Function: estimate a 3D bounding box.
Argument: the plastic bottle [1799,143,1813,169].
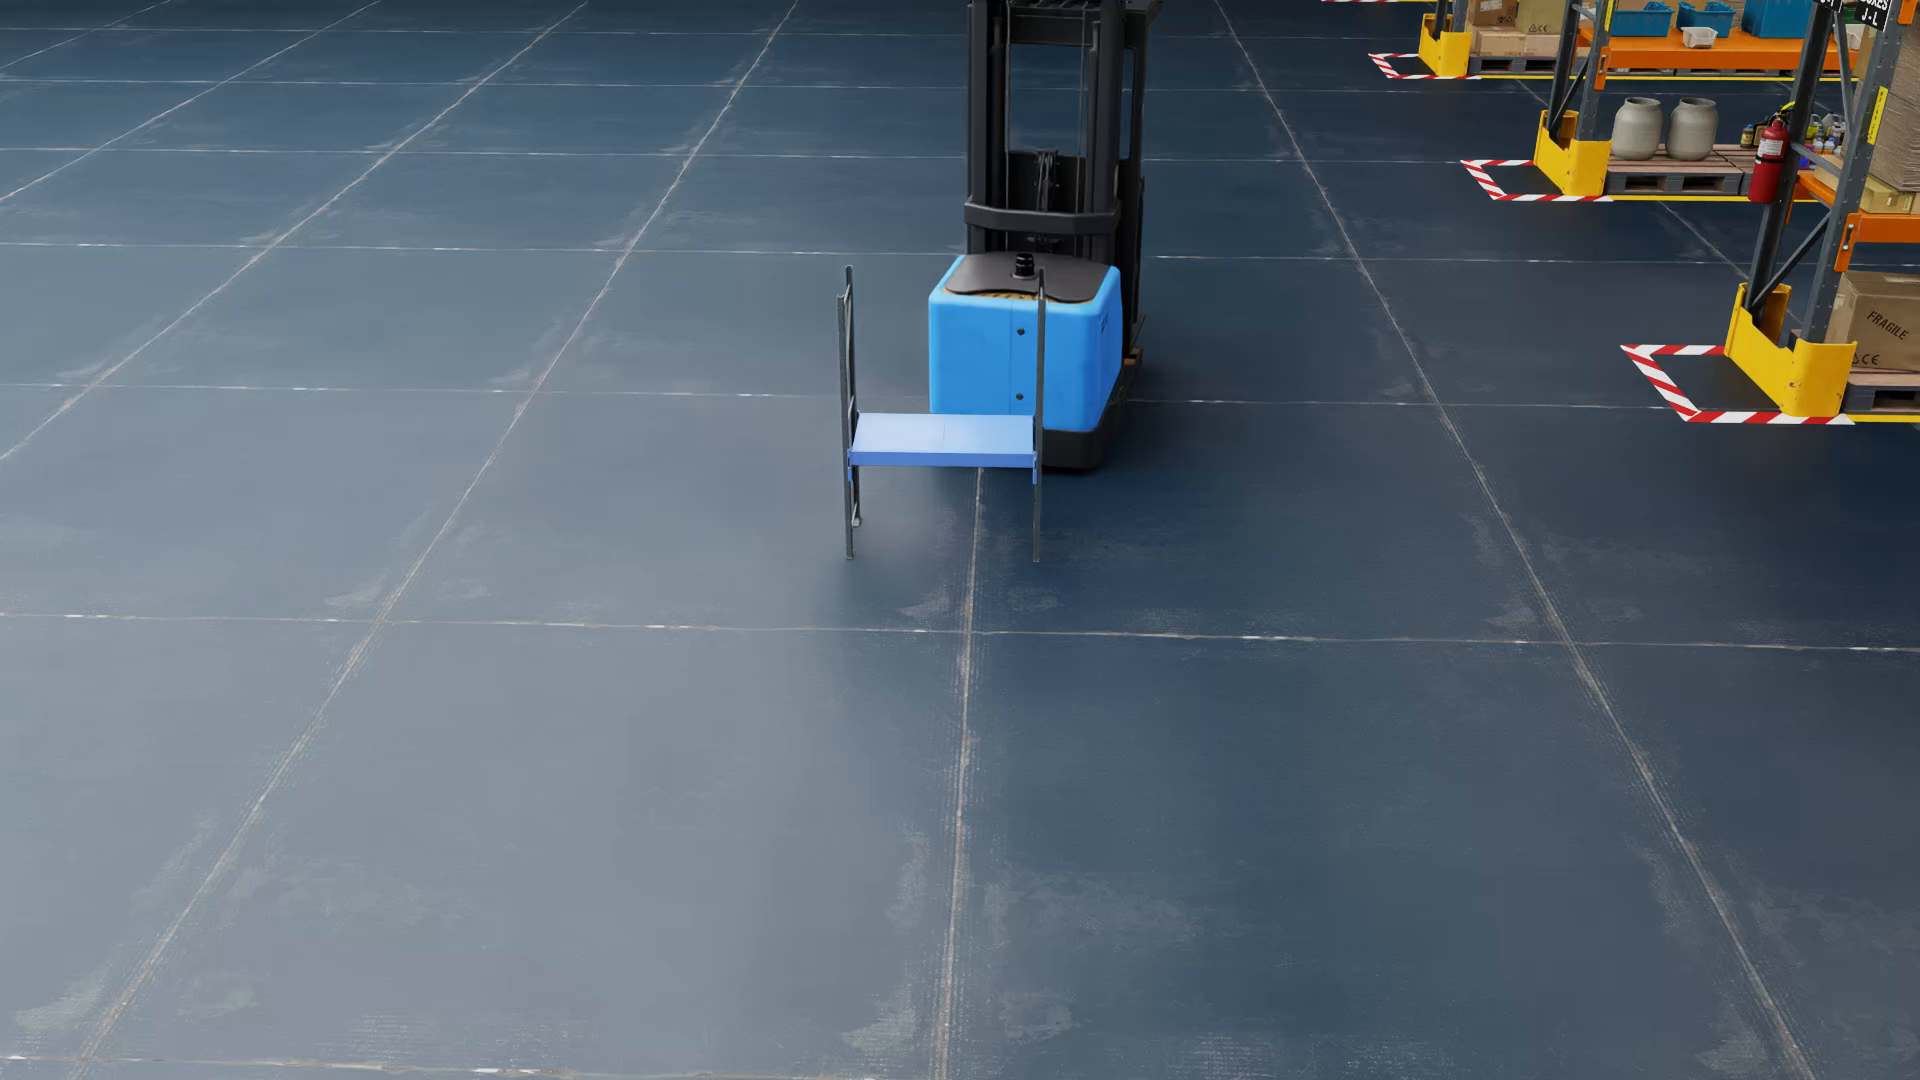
[{"bbox_3d":[7.669,-3.518,15.115,0.133,0.283,0.061,1,28,3],"label":"plastic bottle"}]

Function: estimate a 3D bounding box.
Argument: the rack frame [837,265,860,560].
[{"bbox_3d":[-0.593,-0.672,8.917,0.032,1.500,0.500,1,28,2],"label":"rack frame"}]

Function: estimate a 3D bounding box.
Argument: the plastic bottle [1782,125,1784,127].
[{"bbox_3d":[7.741,-3.815,15.674,0.133,0.283,0.061,1,28,2],"label":"plastic bottle"}]

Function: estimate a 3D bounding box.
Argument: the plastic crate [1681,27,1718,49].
[{"bbox_3d":[6.525,-4.430,14.687,0.250,0.136,0.298,1,28,2],"label":"plastic crate"}]

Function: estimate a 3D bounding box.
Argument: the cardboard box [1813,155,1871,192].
[{"bbox_3d":[5.760,-2.375,10.796,0.250,0.149,0.380,1,28,2],"label":"cardboard box"}]

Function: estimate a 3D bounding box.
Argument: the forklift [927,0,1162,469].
[{"bbox_3d":[0.641,-2.389,10.628,1.130,2.935,3.031,6,29,12],"label":"forklift"}]

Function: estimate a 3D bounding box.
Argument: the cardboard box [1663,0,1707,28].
[{"bbox_3d":[8.348,-6.192,19.415,0.500,0.500,0.500,1,28,2],"label":"cardboard box"}]

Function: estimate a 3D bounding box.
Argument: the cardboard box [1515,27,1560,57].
[{"bbox_3d":[6.849,-5.882,19.631,0.500,0.250,0.500,1,28,2],"label":"cardboard box"}]

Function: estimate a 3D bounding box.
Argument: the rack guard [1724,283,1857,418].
[{"bbox_3d":[5.544,-1.288,11.147,0.348,0.500,1.175,1,28,2],"label":"rack guard"}]

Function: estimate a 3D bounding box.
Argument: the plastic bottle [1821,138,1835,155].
[{"bbox_3d":[7.886,-3.518,15.127,0.097,0.271,0.097,0,28,0],"label":"plastic bottle"}]

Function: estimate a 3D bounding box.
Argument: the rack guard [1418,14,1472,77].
[{"bbox_3d":[5.797,-5.927,19.897,0.348,0.500,1.175,1,28,2],"label":"rack guard"}]

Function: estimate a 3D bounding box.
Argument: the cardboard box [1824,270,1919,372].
[{"bbox_3d":[6.091,-1.457,11.016,0.500,0.500,0.500,6,29,11],"label":"cardboard box"}]

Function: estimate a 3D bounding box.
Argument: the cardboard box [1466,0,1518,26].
[{"bbox_3d":[6.367,-6.463,19.926,0.500,0.500,0.500,1,28,2],"label":"cardboard box"}]

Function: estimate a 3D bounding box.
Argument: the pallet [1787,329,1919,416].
[{"bbox_3d":[6.354,-1.131,11.158,1.213,0.211,1.003,1,28,2],"label":"pallet"}]

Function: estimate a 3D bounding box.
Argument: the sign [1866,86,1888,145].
[{"bbox_3d":[5.449,-2.523,9.882,0.005,0.325,0.100,1,28,2],"label":"sign"}]

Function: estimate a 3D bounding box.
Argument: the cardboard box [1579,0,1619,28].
[{"bbox_3d":[7.349,-6.210,19.449,0.500,0.500,0.500,1,28,2],"label":"cardboard box"}]

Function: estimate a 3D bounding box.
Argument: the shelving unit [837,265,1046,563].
[{"bbox_3d":[-0.085,-0.664,8.901,1.048,1.500,0.538,1,28,2],"label":"shelving unit"}]

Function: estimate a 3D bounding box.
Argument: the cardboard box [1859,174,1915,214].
[{"bbox_3d":[5.744,-2.167,10.403,0.250,0.149,0.380,1,28,2],"label":"cardboard box"}]

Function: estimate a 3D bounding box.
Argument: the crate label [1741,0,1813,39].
[{"bbox_3d":[7.491,-4.824,15.110,0.616,0.435,0.502,1,28,2],"label":"crate label"}]

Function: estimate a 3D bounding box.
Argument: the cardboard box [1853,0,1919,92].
[{"bbox_3d":[6.026,-3.118,10.437,0.500,0.500,0.500,1,28,2],"label":"cardboard box"}]

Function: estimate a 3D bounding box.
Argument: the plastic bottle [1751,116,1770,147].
[{"bbox_3d":[7.611,-3.888,15.812,0.133,0.283,0.061,2,28,3],"label":"plastic bottle"}]

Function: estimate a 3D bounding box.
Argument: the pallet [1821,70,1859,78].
[{"bbox_3d":[10.556,-5.739,19.850,1.213,0.211,1.003,1,28,2],"label":"pallet"}]

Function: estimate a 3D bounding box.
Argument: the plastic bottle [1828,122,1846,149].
[{"bbox_3d":[8.254,-3.785,15.626,0.135,0.276,0.152,1,28,2],"label":"plastic bottle"}]

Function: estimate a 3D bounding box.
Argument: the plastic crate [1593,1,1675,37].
[{"bbox_3d":[6.153,-4.778,15.220,0.616,0.251,0.499,1,28,2],"label":"plastic crate"}]

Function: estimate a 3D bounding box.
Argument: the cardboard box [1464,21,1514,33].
[{"bbox_3d":[6.367,-6.131,20.100,0.500,0.250,0.500,1,28,2],"label":"cardboard box"}]

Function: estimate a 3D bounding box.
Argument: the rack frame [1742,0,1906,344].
[{"bbox_3d":[5.468,-2.394,10.563,0.127,3.000,1.000,1,28,2],"label":"rack frame"}]

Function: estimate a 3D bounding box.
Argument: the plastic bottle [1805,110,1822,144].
[{"bbox_3d":[8.049,-3.891,15.746,0.185,0.351,0.144,2,28,4],"label":"plastic bottle"}]

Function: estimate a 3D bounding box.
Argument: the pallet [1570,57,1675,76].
[{"bbox_3d":[7.803,-5.784,19.936,1.213,0.211,1.003,1,28,2],"label":"pallet"}]

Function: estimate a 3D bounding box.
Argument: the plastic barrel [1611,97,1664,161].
[{"bbox_3d":[6.303,-3.824,15.468,0.421,0.512,0.421,0,28,0],"label":"plastic barrel"}]

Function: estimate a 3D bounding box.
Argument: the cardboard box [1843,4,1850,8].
[{"bbox_3d":[10.233,-6.311,19.841,0.500,0.311,0.500,1,28,2],"label":"cardboard box"}]

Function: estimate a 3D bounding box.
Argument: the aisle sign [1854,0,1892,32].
[{"bbox_3d":[5.395,-3.403,9.692,0.004,0.787,0.394,1,28,2],"label":"aisle sign"}]

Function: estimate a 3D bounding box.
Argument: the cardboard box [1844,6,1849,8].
[{"bbox_3d":[10.223,-6.060,19.367,0.500,0.311,0.500,1,28,2],"label":"cardboard box"}]

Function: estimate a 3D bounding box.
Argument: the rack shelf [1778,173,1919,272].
[{"bbox_3d":[7.466,-2.043,10.670,4.000,0.370,1.077,1,28,2],"label":"rack shelf"}]

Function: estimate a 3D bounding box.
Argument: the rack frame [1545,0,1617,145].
[{"bbox_3d":[5.643,-4.712,14.937,0.127,3.000,1.000,1,28,2],"label":"rack frame"}]

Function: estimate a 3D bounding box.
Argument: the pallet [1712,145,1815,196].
[{"bbox_3d":[7.748,-3.464,15.559,1.213,0.211,1.003,1,28,2],"label":"pallet"}]
